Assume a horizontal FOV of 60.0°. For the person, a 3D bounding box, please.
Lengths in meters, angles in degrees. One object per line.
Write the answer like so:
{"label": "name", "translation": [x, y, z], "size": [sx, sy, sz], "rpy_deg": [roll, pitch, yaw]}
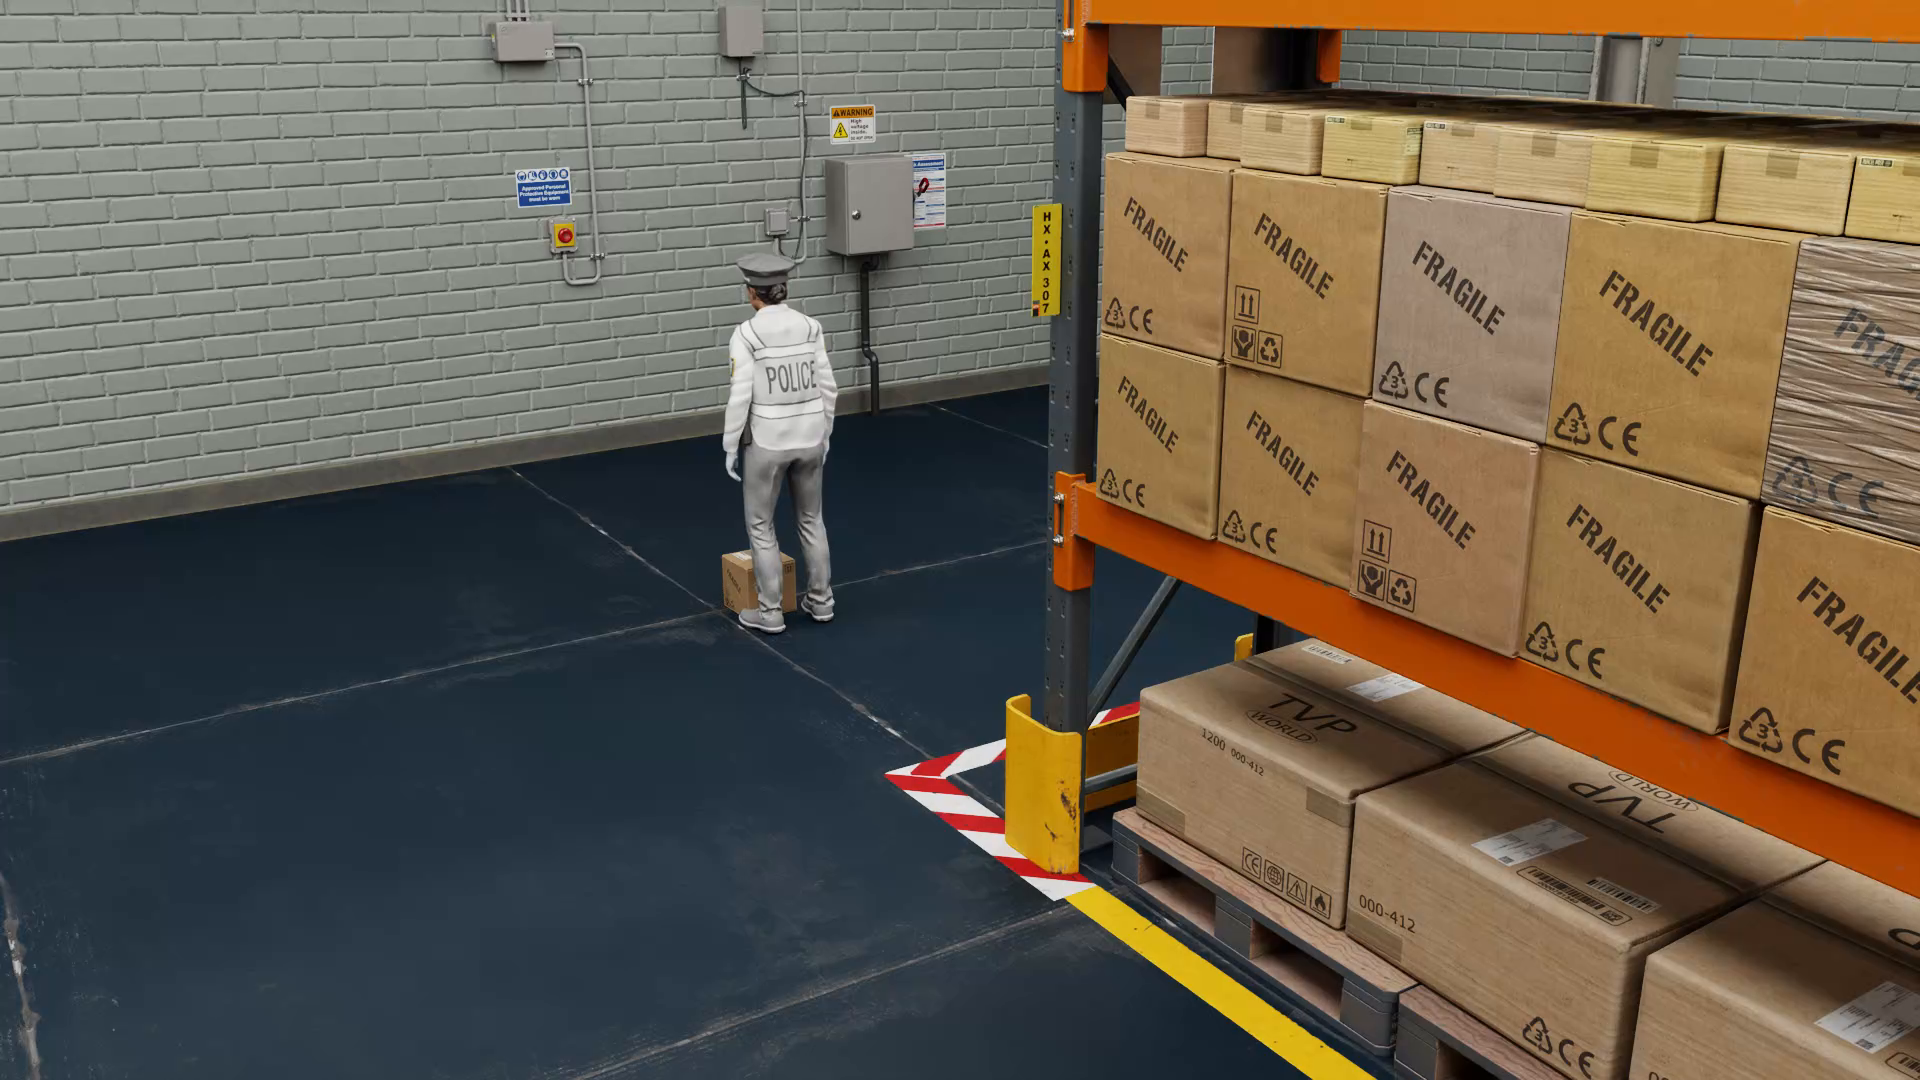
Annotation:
{"label": "person", "translation": [-0.788, -0.413, 7.305], "size": [0.530, 1.663, 0.371], "rpy_deg": [-11, 21, -31]}
